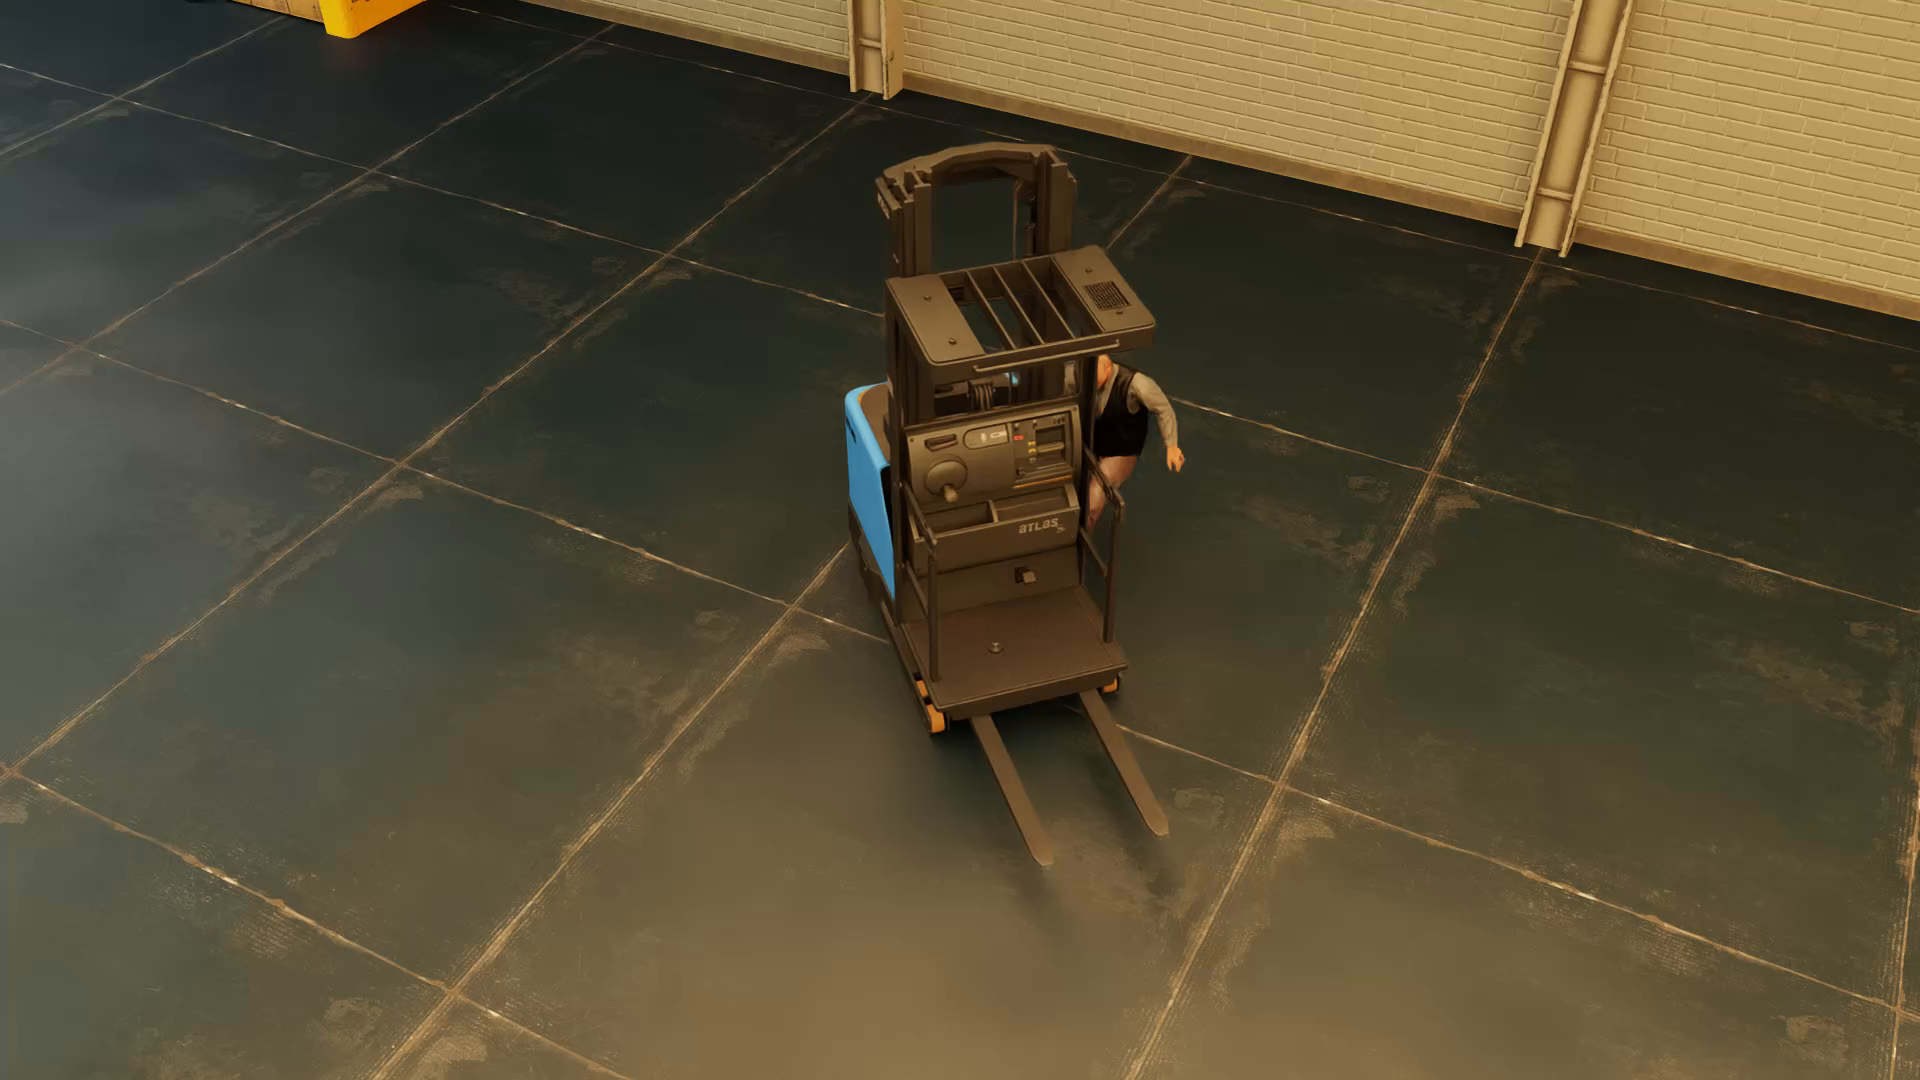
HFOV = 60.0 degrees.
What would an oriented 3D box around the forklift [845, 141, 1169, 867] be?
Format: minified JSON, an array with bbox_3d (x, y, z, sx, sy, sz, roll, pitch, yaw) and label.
[{"bbox_3d":[0.250,-0.367,8.422,1.130,2.935,3.031,-12,41,-14],"label":"forklift"}]

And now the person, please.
[{"bbox_3d":[0.779,-0.439,9.717,0.898,1.492,0.936,18,43,20],"label":"person"}]
